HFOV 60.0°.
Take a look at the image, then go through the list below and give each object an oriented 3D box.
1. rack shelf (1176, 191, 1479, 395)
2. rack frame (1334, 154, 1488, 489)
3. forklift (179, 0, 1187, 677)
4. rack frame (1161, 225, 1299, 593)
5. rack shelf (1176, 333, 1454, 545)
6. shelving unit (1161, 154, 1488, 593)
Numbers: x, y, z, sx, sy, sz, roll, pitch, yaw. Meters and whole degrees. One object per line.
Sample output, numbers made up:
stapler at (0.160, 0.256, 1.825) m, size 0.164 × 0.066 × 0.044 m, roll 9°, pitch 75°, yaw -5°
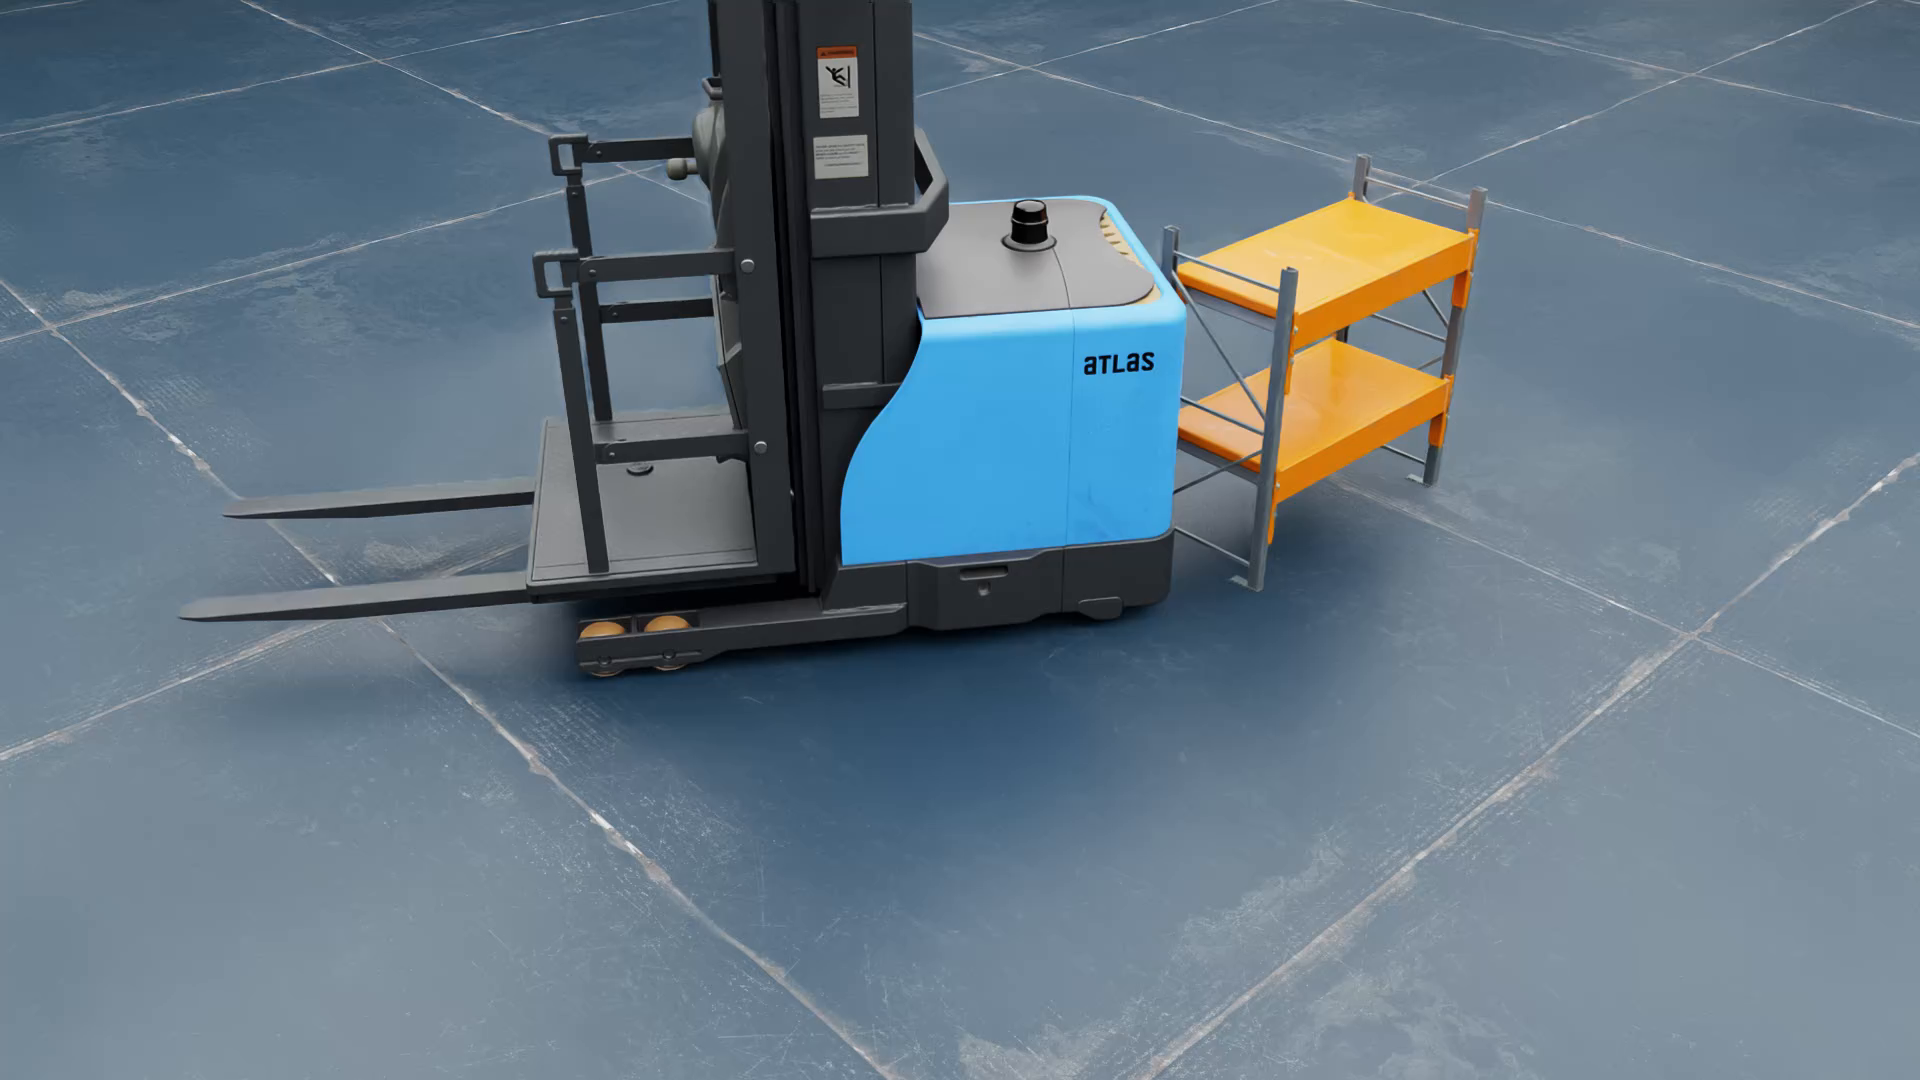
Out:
rack shelf at (1.189, -0.836, 5.478) m, size 1.000 × 0.278 × 0.538 m, roll -26°, pitch 40°, yaw -36°
rack frame at (1.561, -0.767, 5.927) m, size 0.032 × 1.125 × 0.500 m, roll -26°, pitch 40°, yaw -36°
forklift at (-0.887, -1.132, 4.791) m, size 3.031 × 2.935 × 1.130 m, roll -5°, pitch 32°, yaw -8°
rack frame at (0.817, -0.406, 5.335) m, size 0.032 × 1.125 × 0.500 m, roll -26°, pitch 40°, yaw -36°
rack shelf at (1.189, -0.378, 5.759) m, size 1.000 × 0.278 × 0.538 m, roll -26°, pitch 40°, yaw -36°
shelving unit at (1.189, -0.587, 5.631) m, size 1.048 × 1.125 × 0.538 m, roll -26°, pitch 40°, yaw -36°
